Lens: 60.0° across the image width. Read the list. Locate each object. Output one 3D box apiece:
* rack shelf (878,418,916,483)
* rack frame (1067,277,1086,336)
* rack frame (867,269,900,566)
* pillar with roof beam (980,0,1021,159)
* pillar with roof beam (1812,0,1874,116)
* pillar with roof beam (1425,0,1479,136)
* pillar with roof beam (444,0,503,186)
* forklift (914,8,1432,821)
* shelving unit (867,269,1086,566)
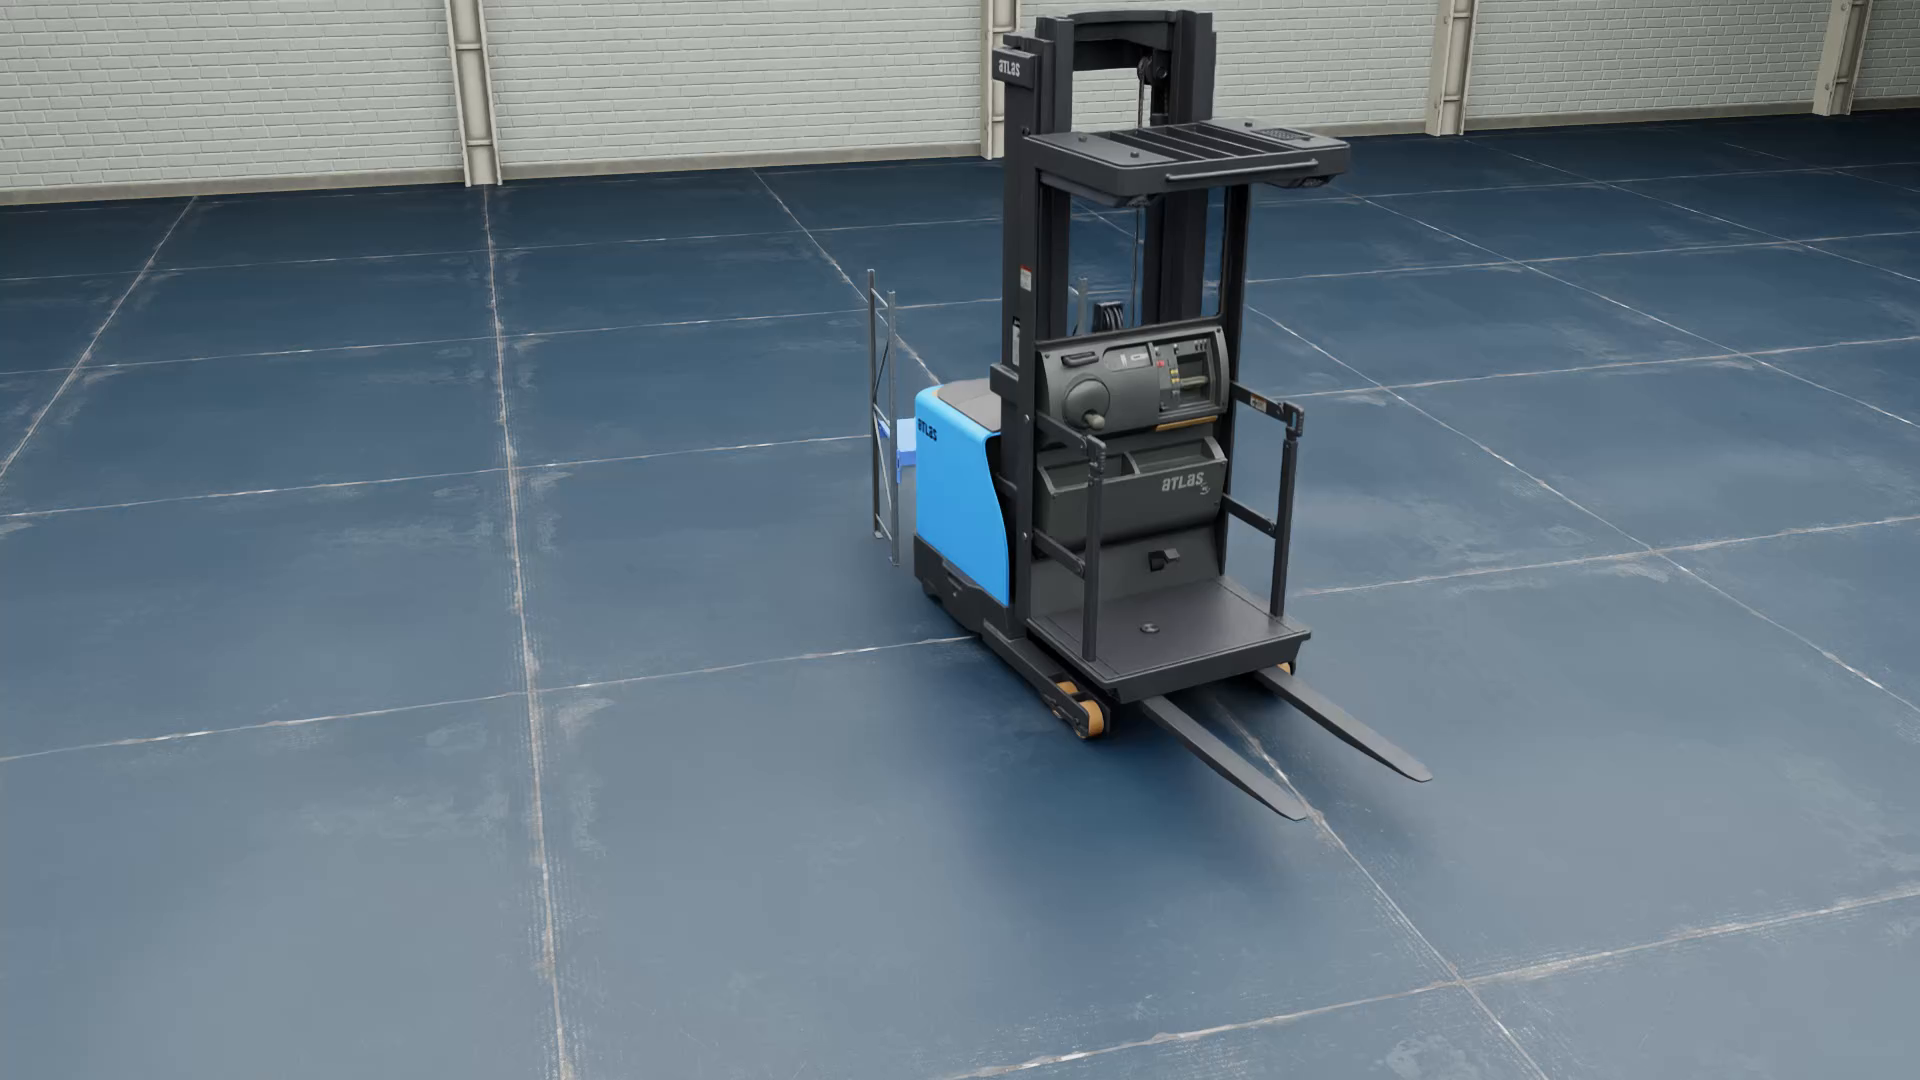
[{"bbox_3d":[0.082,-0.533,9.046,1.000,0.185,0.538,-6,24,-14],"label":"rack shelf"},{"bbox_3d":[0.572,-0.752,9.102,0.032,1.500,0.500,-6,24,-14],"label":"rack frame"},{"bbox_3d":[-0.407,-0.644,8.849,0.032,1.500,0.500,-6,24,-14],"label":"rack frame"},{"bbox_3d":[1.638,-7.117,14.425,0.400,9.000,9.100,-6,24,-14],"label":"pillar with roof beam"},{"bbox_3d":[13.192,-8.396,17.404,0.400,9.000,9.100,-6,24,-14],"label":"pillar with roof beam"},{"bbox_3d":[7.415,-7.756,15.915,0.400,9.000,9.100,-6,24,-14],"label":"pillar with roof beam"},{"bbox_3d":[-4.139,-6.478,12.936,0.400,9.000,9.100,-6,24,-14],"label":"pillar with roof beam"},{"bbox_3d":[0.874,-0.683,7.125,1.130,2.935,3.031,-11,26,-24],"label":"forklift"},{"bbox_3d":[0.082,-0.698,8.975,1.048,1.500,0.538,-6,24,-14],"label":"shelving unit"}]
